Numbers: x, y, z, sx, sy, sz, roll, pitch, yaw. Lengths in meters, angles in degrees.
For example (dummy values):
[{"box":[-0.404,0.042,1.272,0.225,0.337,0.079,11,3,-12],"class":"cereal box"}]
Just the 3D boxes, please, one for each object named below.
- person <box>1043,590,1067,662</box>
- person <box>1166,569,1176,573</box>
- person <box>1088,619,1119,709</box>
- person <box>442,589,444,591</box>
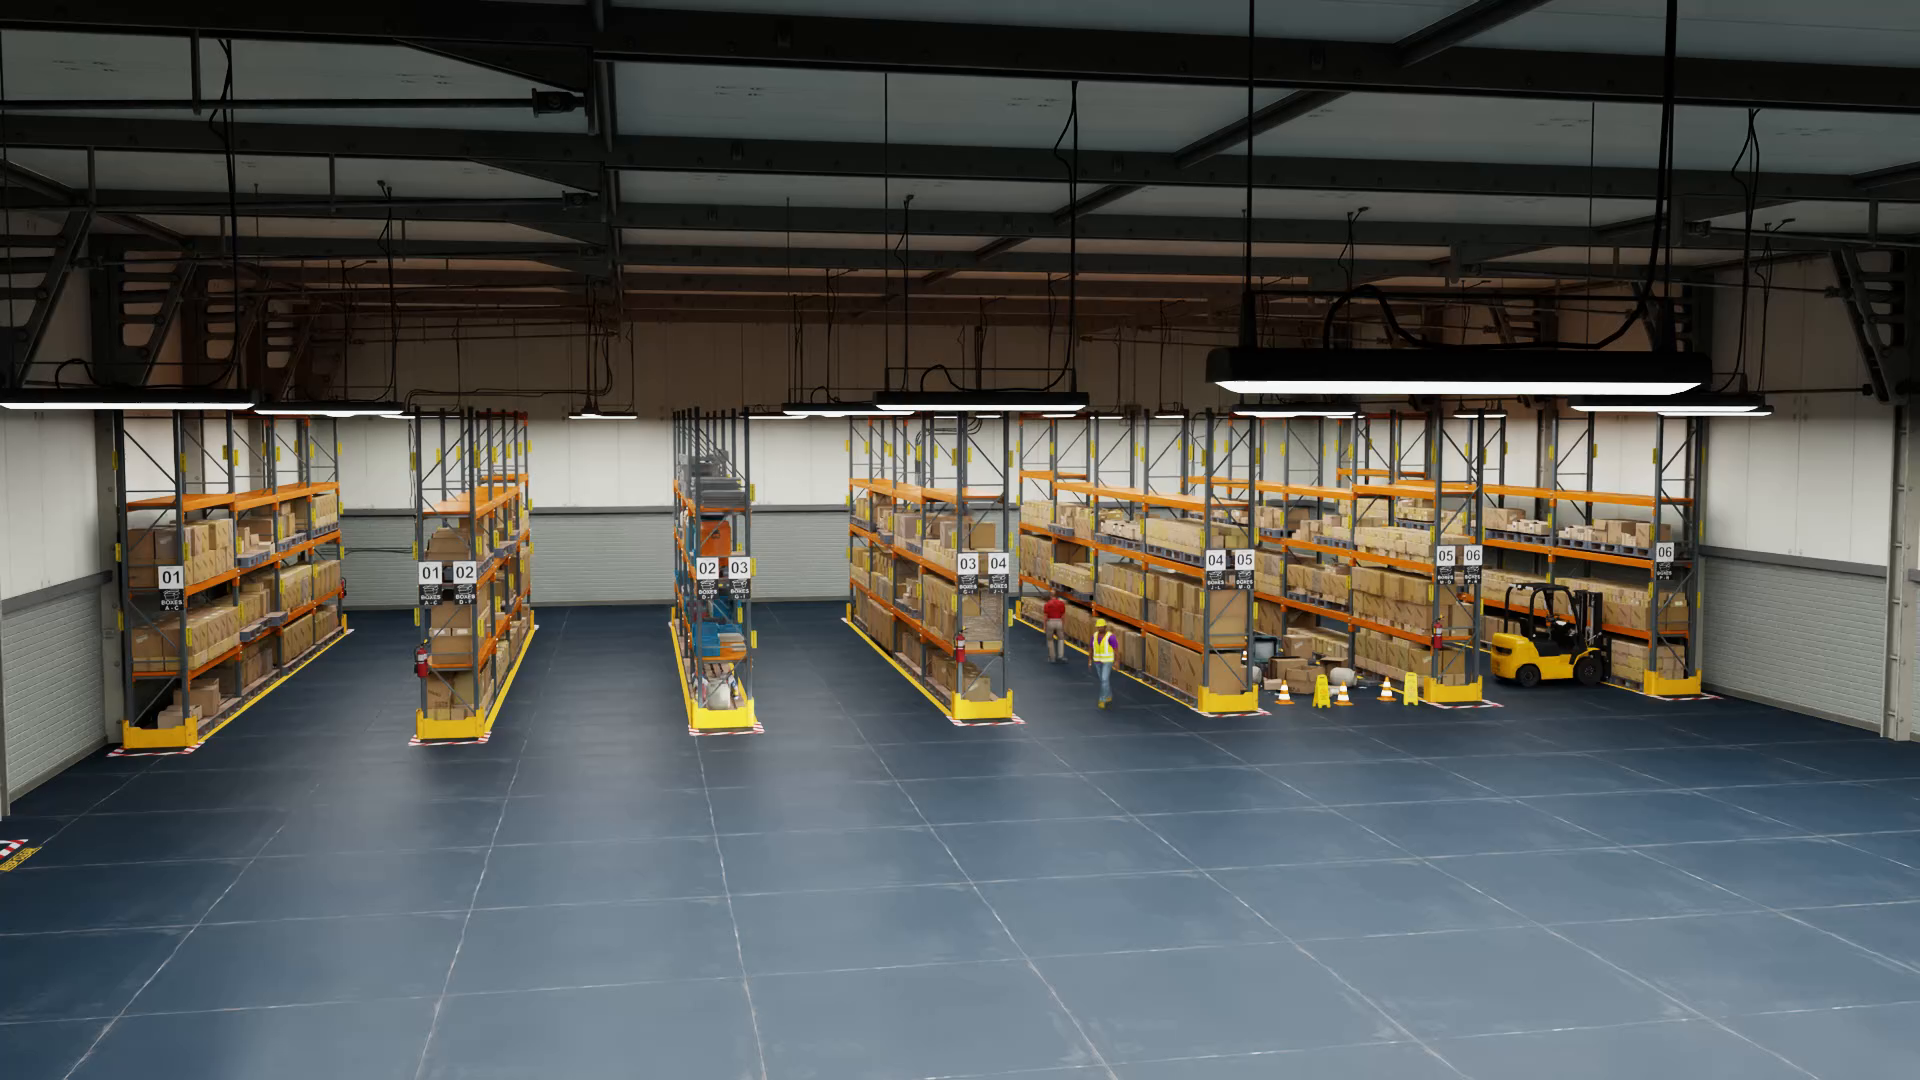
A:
[{"box":[2.255,2.054,39.581,0.577,1.723,0.548,-1,4,-15],"class":"person"},{"box":[5.786,1.627,45.165,0.457,1.775,0.573,4,5,42],"class":"person"},{"box":[2.868,2.458,33.515,0.594,1.741,0.868,3,5,39],"class":"person"},{"box":[-14.328,1.636,45.819,0.533,1.590,1.052,-1,4,-10],"class":"person"}]
